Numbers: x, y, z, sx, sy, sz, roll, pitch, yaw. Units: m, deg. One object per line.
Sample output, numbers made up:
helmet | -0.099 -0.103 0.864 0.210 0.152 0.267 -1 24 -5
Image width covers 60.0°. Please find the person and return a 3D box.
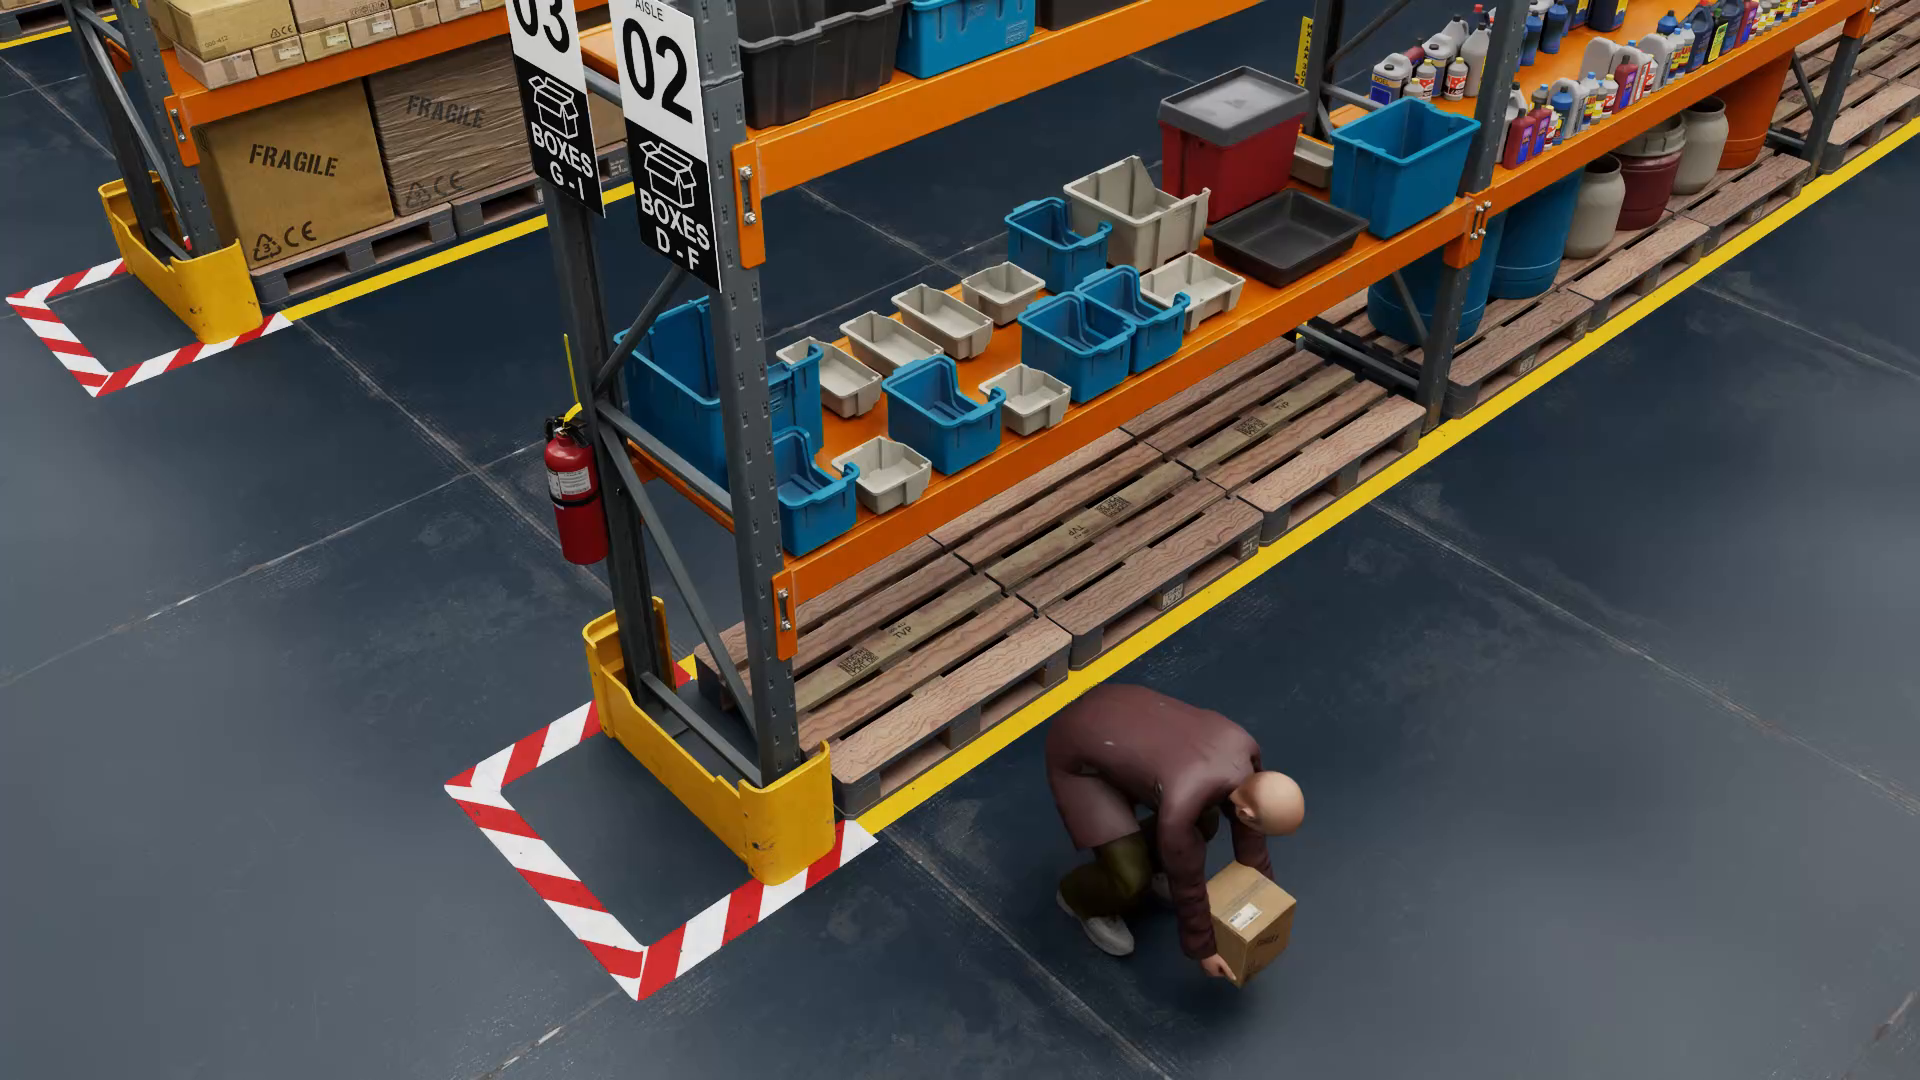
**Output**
person | 0.689 0.990 5.593 0.939 1.018 0.594 32 49 33
